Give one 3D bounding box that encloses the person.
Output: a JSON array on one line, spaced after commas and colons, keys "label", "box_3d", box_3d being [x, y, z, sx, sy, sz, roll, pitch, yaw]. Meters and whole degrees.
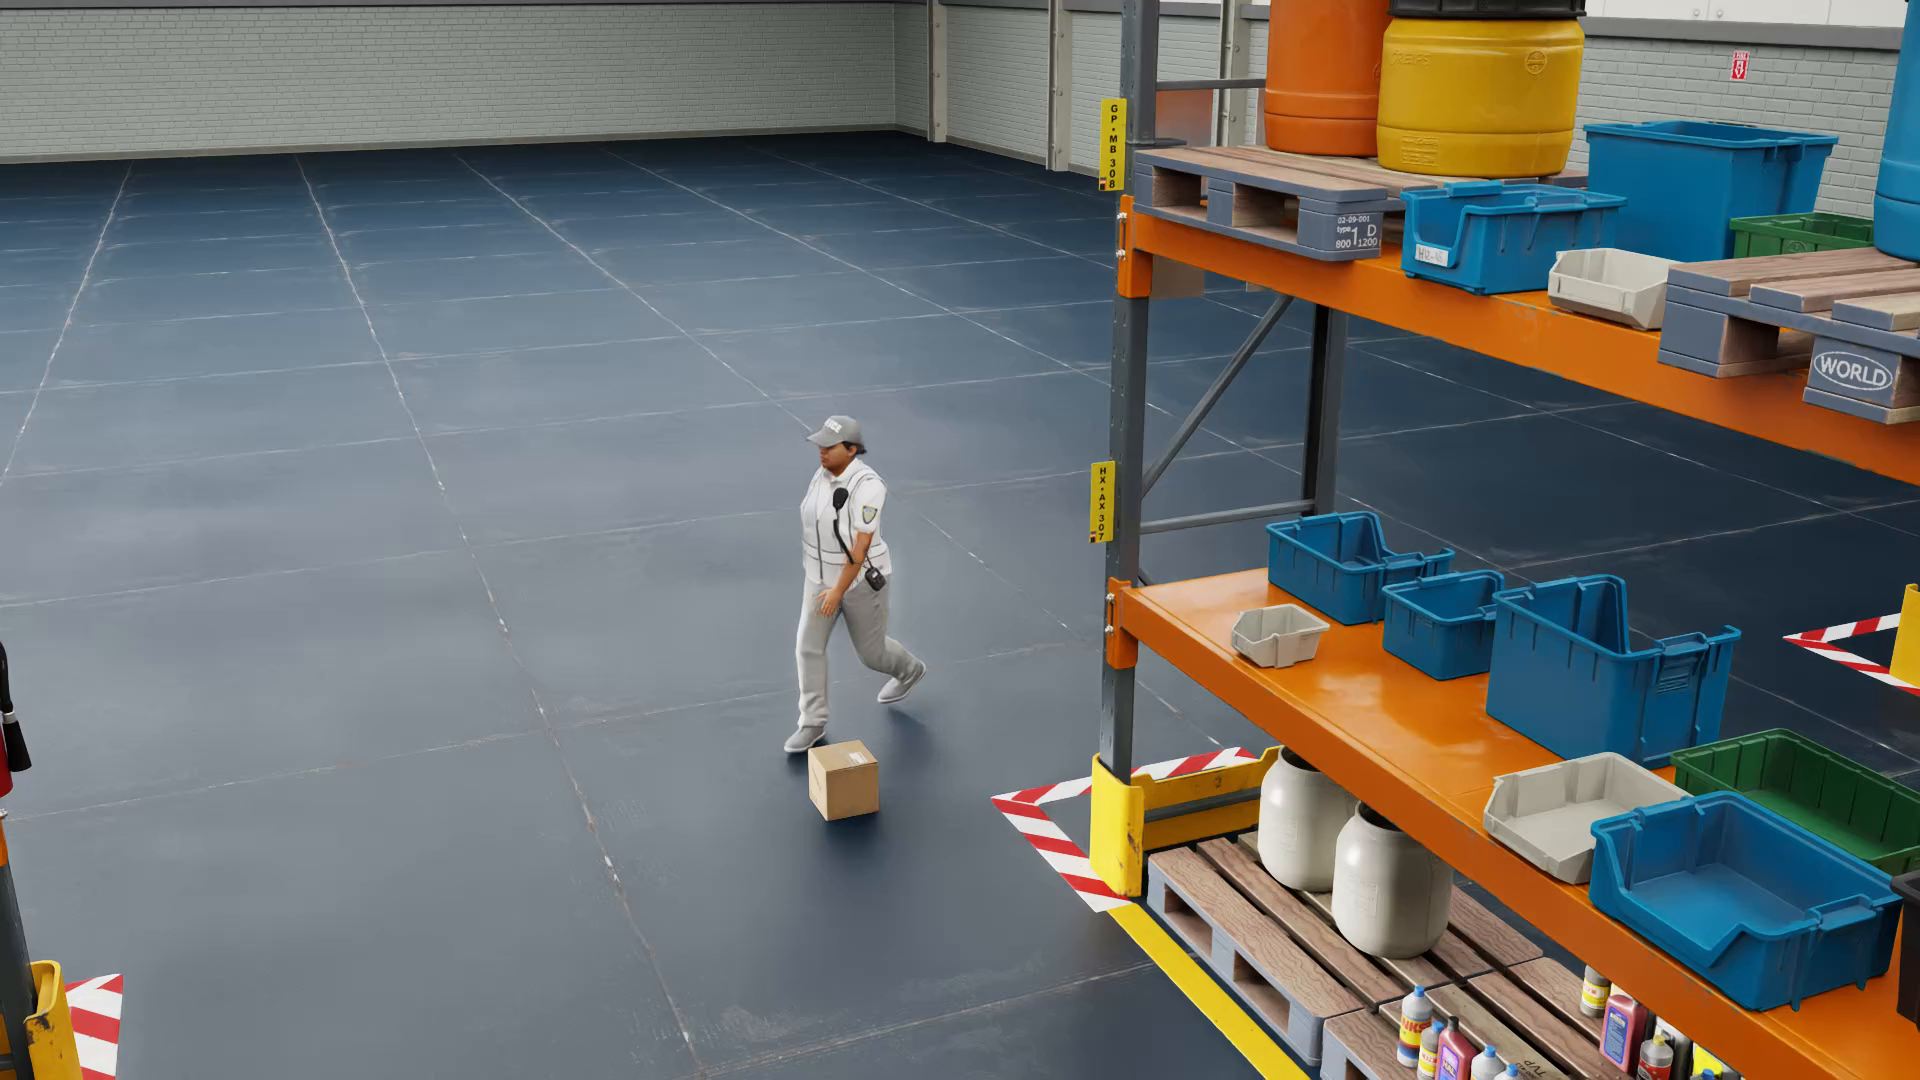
[{"label": "person", "box_3d": [-0.537, 0.166, 8.093, 0.485, 1.620, 0.922, 14, 23, 35]}]
